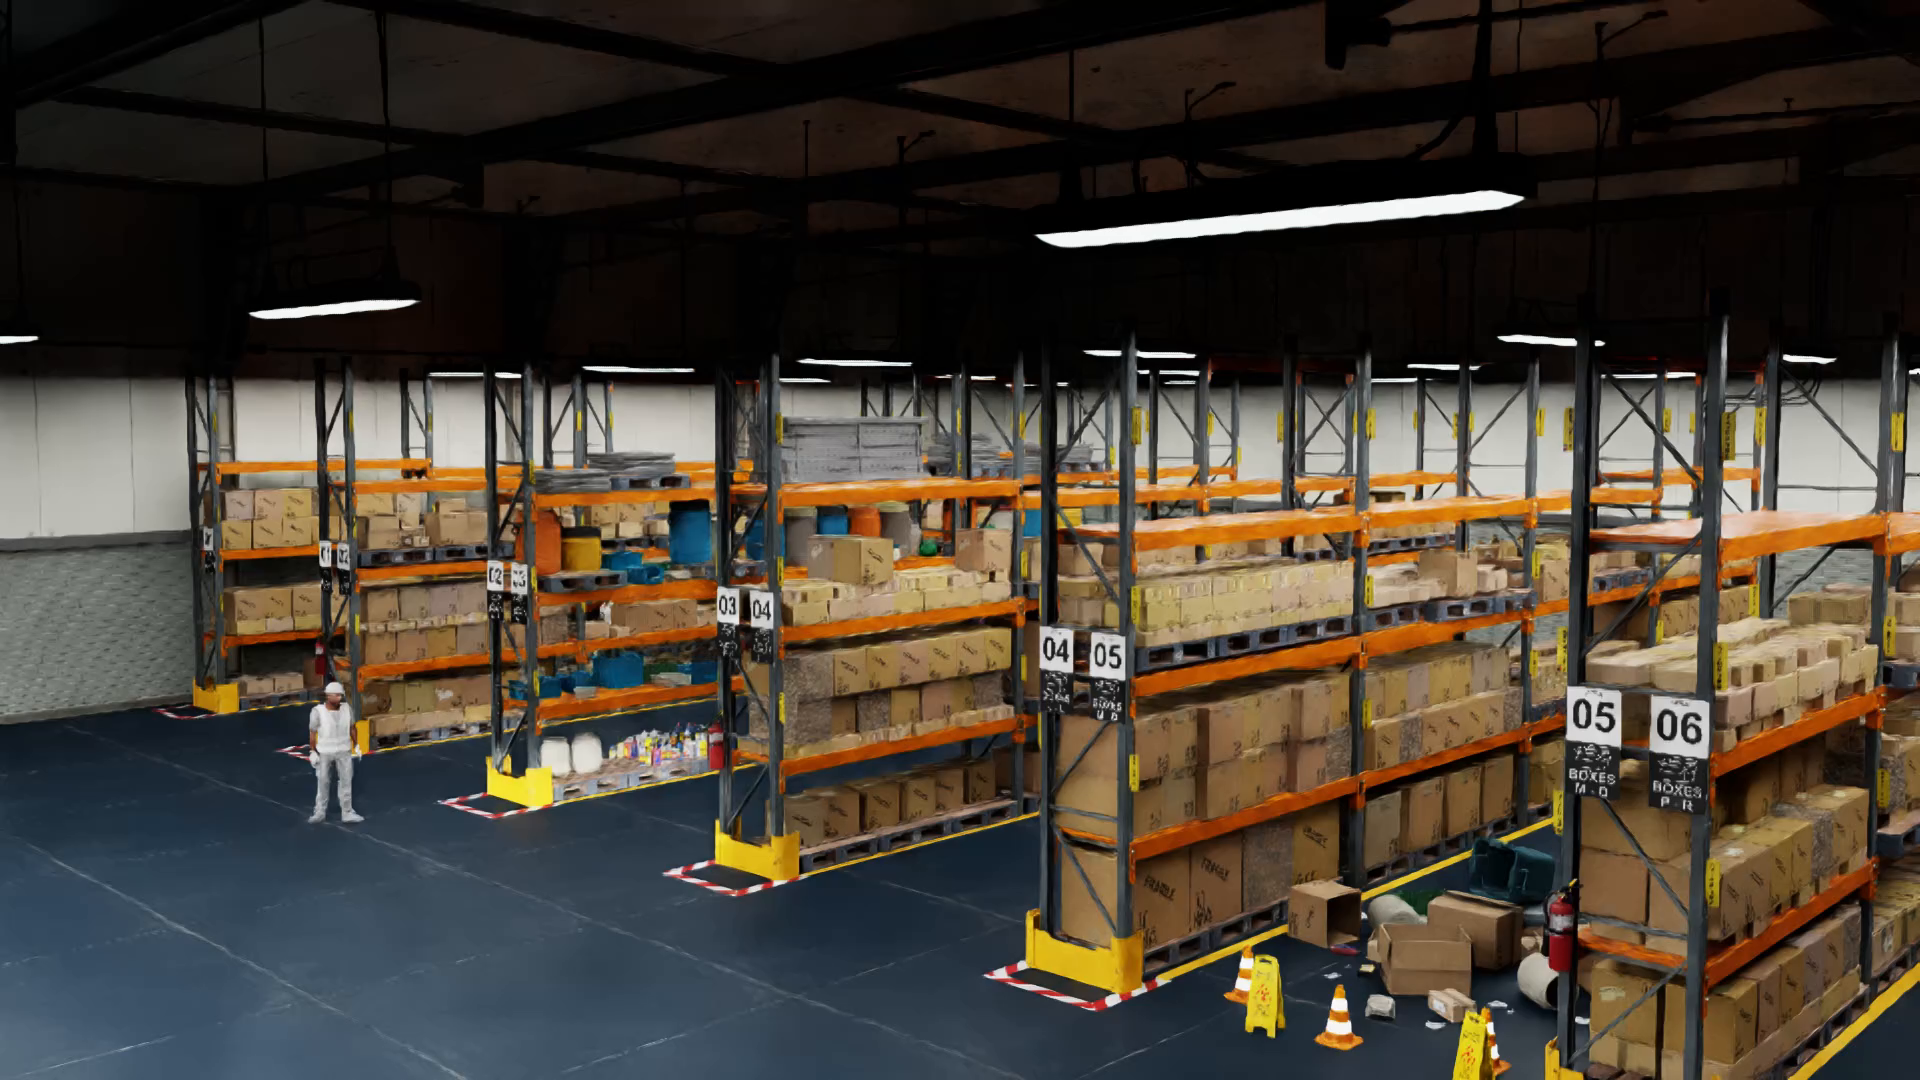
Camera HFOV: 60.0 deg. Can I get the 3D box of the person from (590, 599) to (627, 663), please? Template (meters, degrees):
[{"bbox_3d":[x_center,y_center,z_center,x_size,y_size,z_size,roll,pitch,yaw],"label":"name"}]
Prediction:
[{"bbox_3d":[-6.834,1.821,32.343,0.588,1.700,1.193,4,6,42],"label":"person"}]

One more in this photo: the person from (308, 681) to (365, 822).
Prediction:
[{"bbox_3d":[-7.888,2.665,20.954,0.661,1.785,0.509,-3,5,-37],"label":"person"}]
